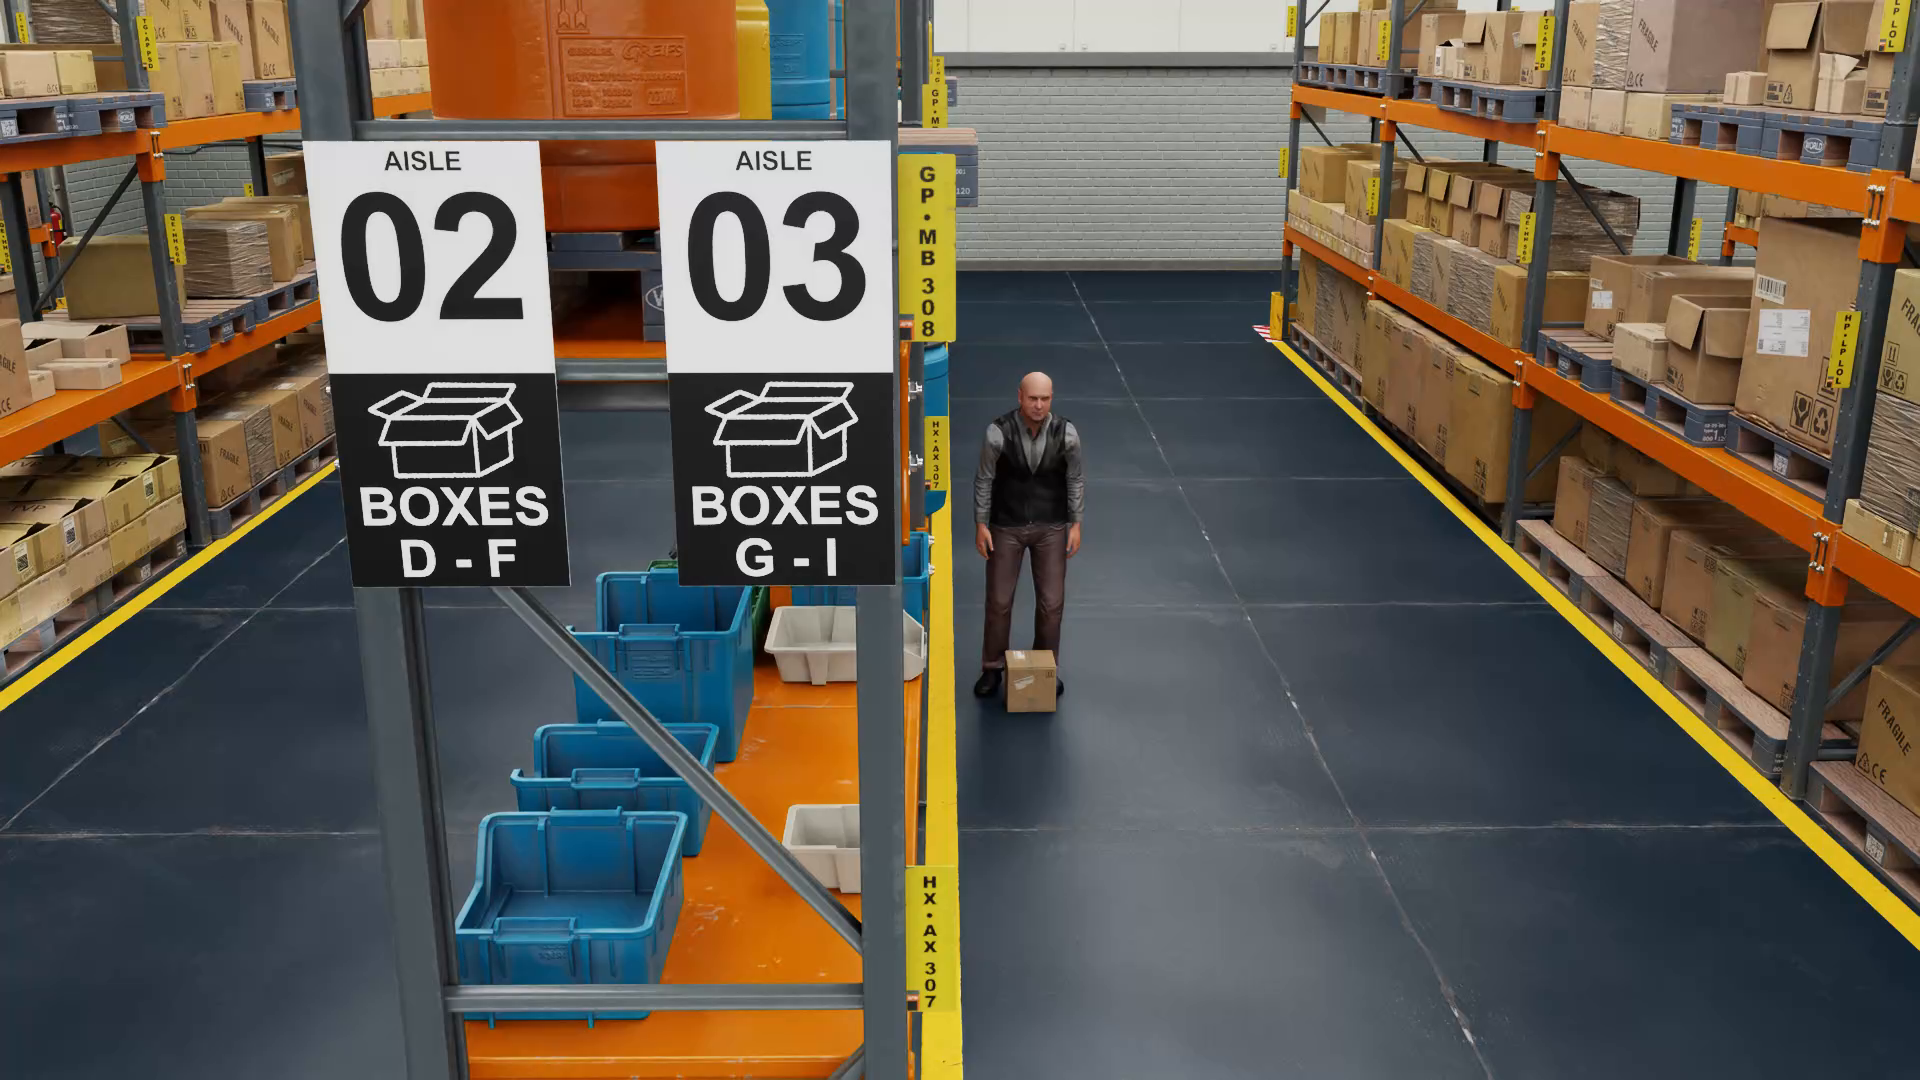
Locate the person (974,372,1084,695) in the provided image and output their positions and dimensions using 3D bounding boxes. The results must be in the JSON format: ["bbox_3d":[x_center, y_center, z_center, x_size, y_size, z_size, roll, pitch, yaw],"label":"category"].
[{"bbox_3d":[0.358,-0.049,8.748,0.586,1.720,0.421,-1,17,-4],"label":"person"}]
